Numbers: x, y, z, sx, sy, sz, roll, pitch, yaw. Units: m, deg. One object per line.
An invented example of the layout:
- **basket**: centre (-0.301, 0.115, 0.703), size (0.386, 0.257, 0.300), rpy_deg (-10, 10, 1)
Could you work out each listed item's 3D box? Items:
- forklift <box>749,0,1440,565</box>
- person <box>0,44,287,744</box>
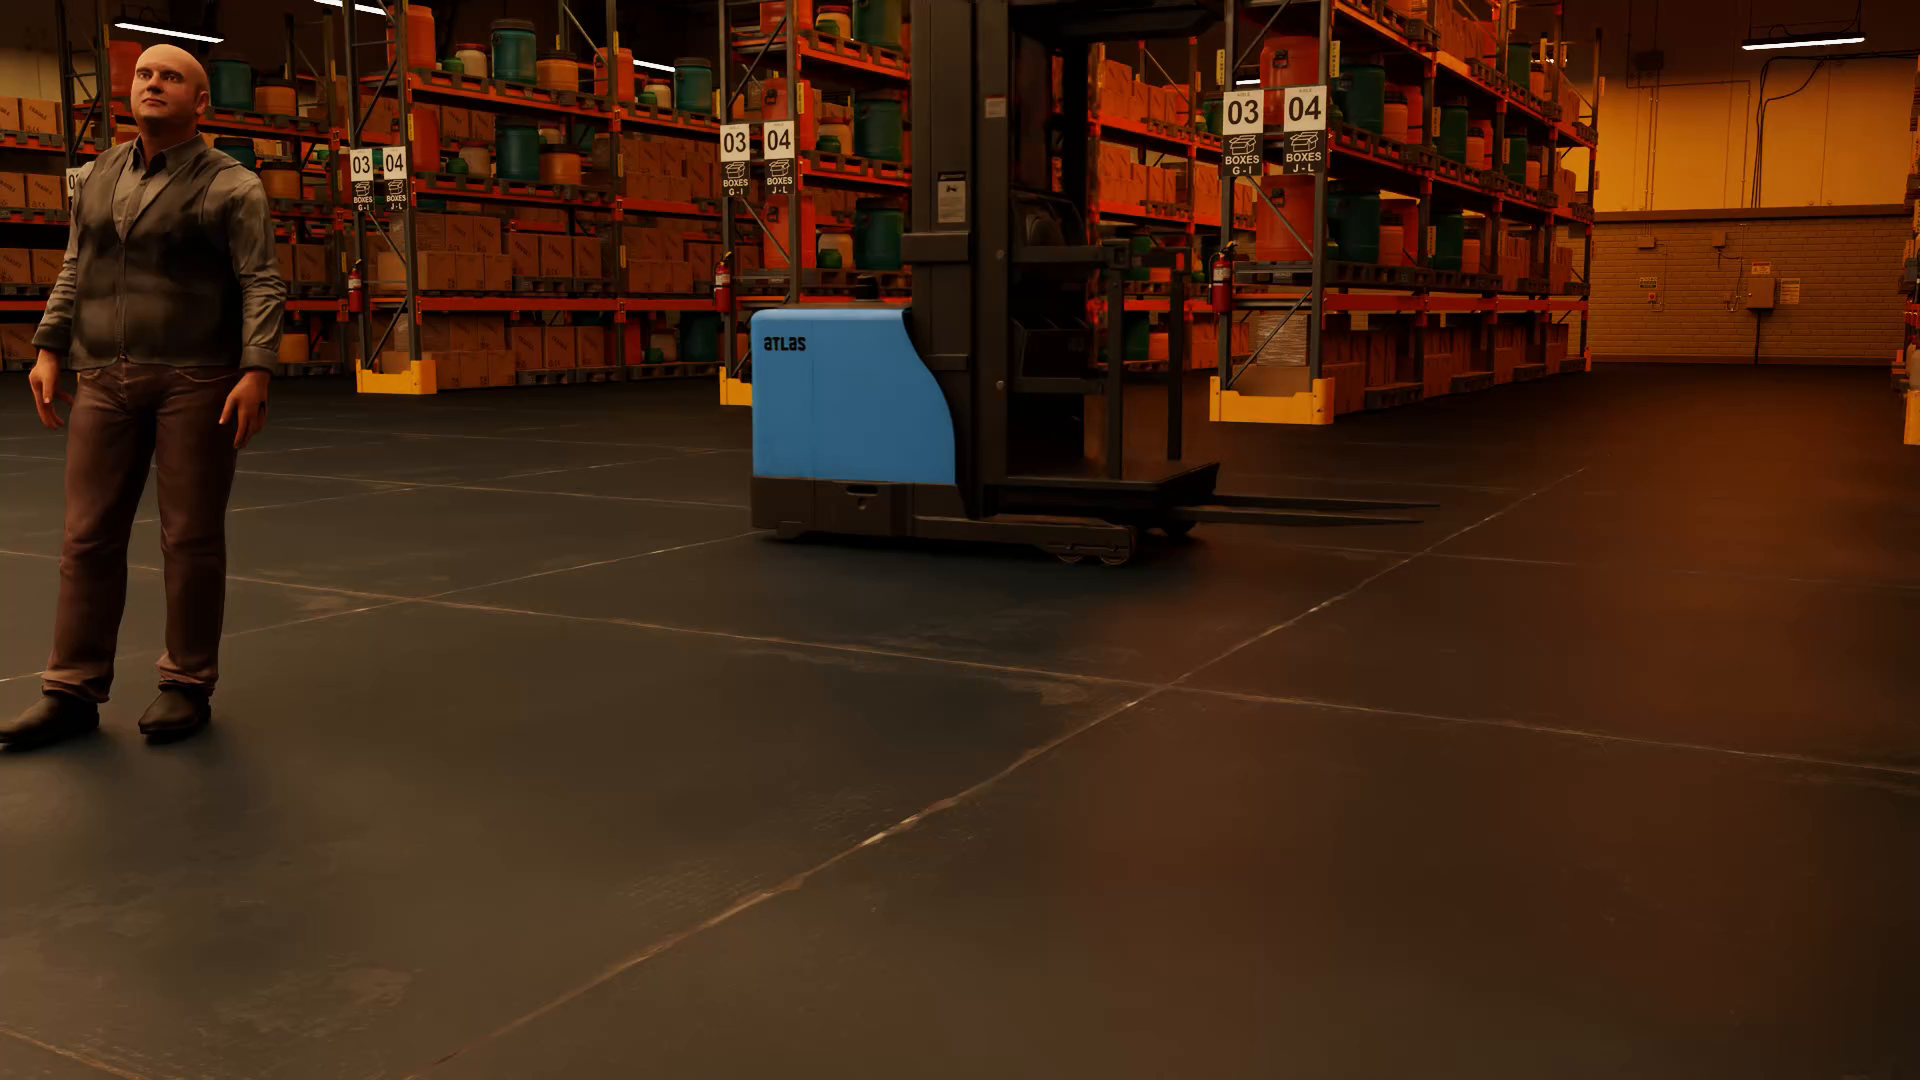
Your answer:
- **forklift**: centre (0.590, -1.427, 7.431), size (3.031, 2.935, 1.130), rpy_deg (3, 8, 22)
- **person**: centre (-2.050, -0.375, 4.182), size (0.632, 1.720, 0.569), rpy_deg (1, 8, 5)
